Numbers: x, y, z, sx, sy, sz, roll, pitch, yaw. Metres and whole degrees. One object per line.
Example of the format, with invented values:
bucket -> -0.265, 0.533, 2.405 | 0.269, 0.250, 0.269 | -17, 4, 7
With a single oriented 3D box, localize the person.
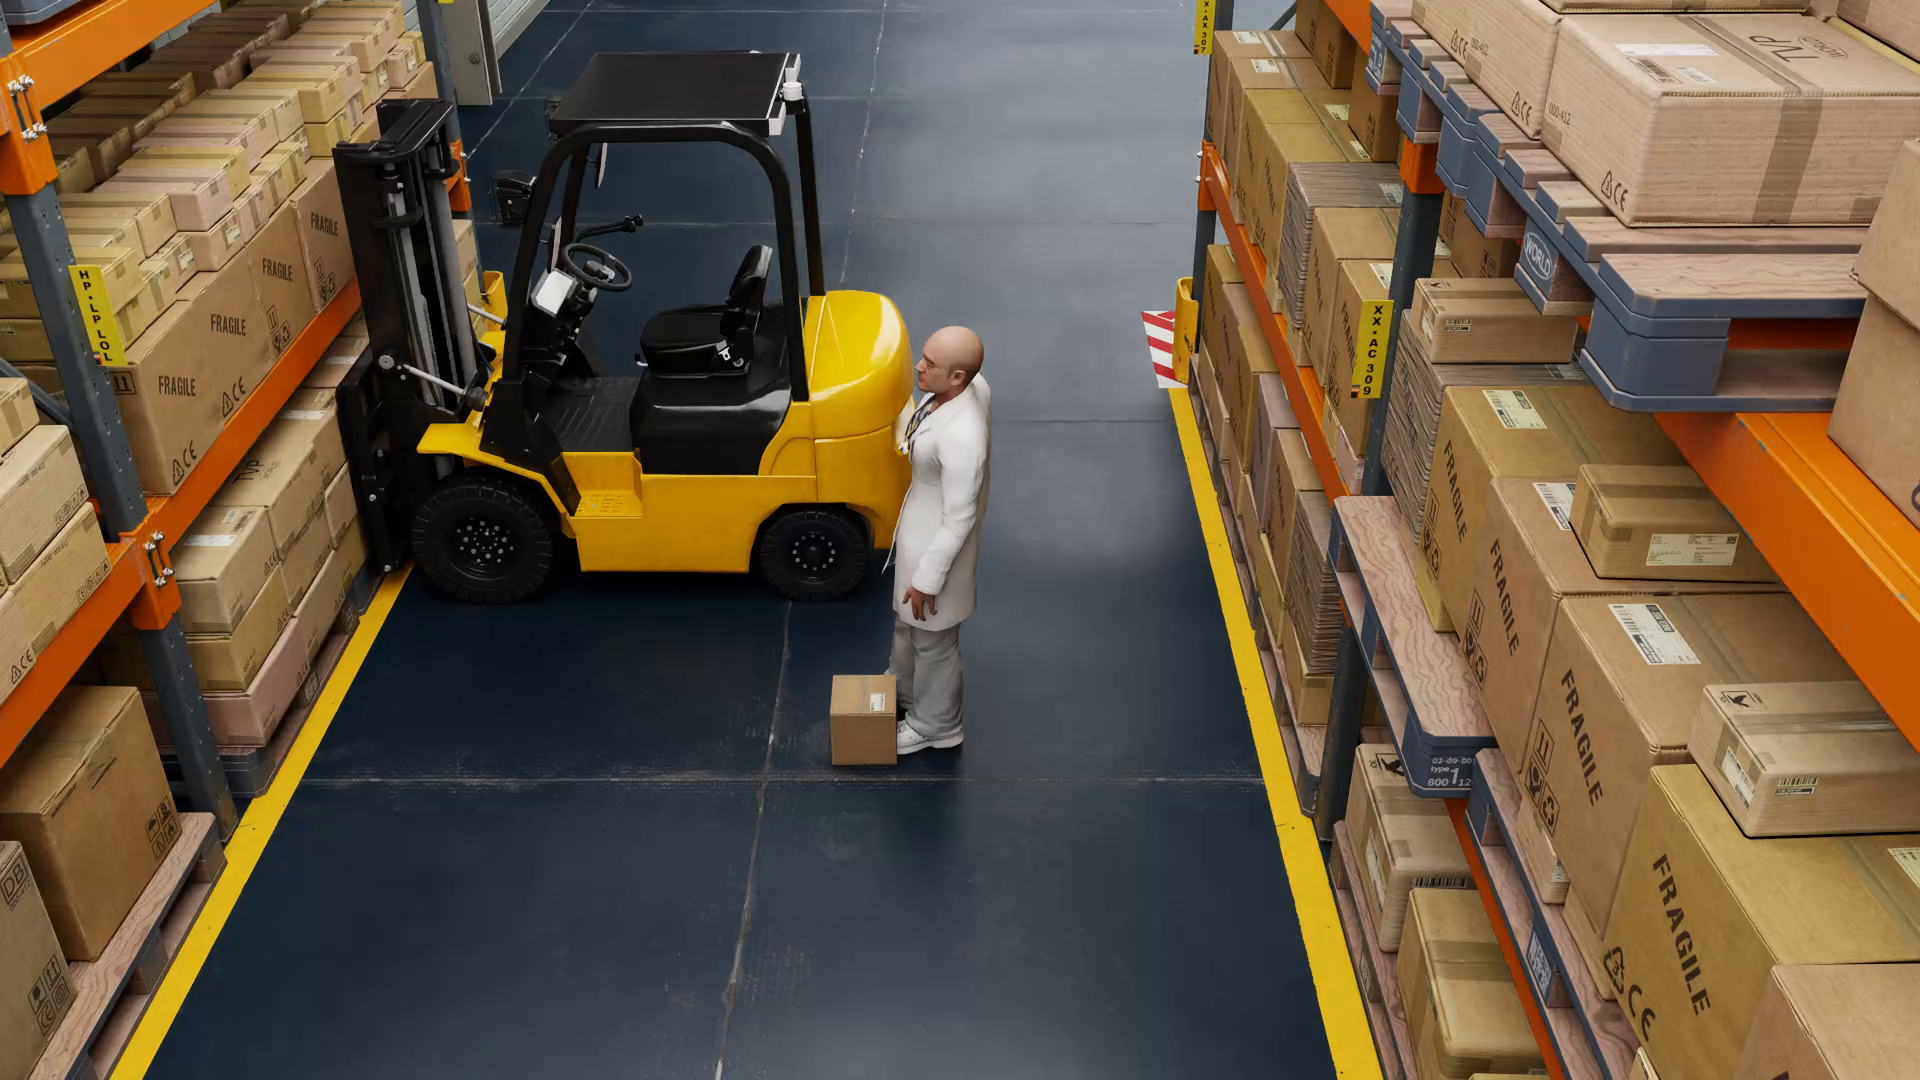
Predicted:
person -> -0.178, 0.025, 6.089 | 0.581, 1.776, 0.697 | 0, 31, 0
